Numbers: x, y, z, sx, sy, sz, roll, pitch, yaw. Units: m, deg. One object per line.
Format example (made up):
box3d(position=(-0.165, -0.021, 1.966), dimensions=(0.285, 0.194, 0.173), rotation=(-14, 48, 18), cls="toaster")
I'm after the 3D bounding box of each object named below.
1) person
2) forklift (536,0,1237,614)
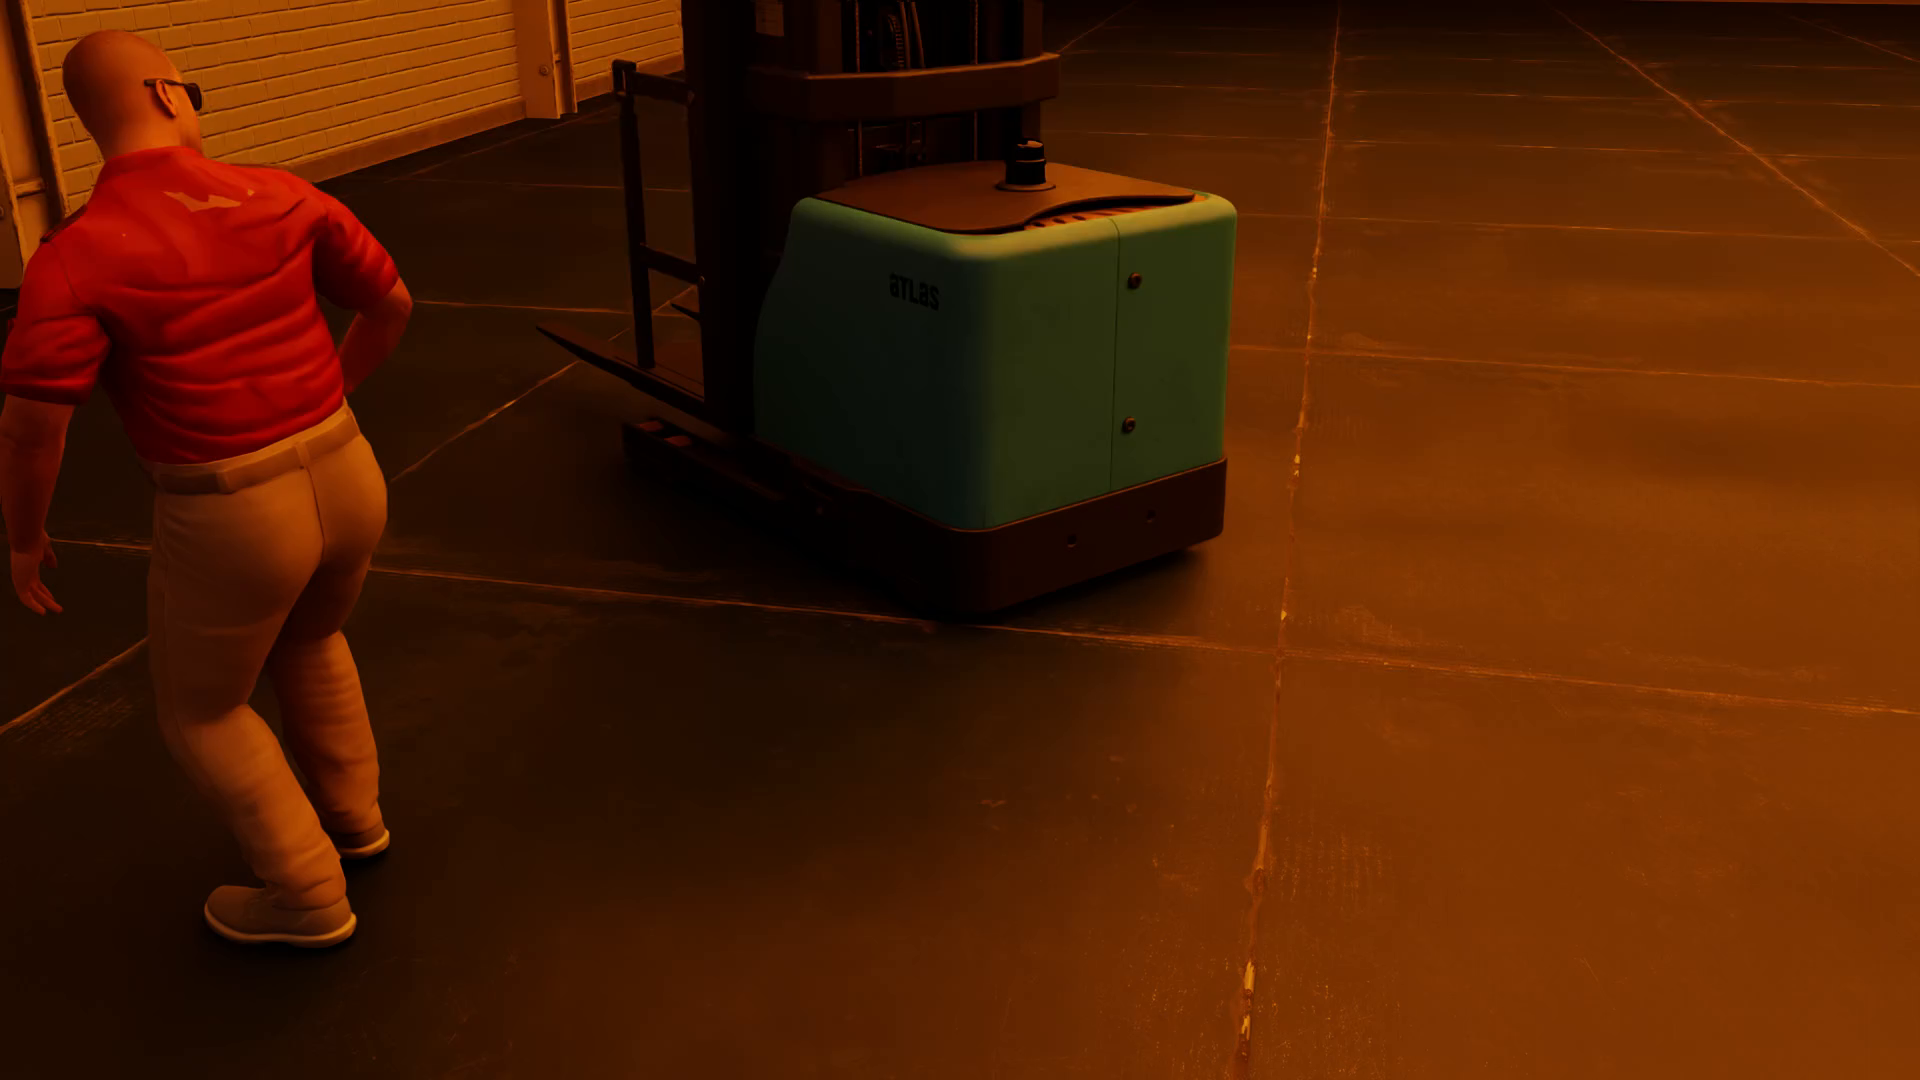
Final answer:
box3d(position=(-1.376, -0.053, 3.049), dimensions=(0.507, 1.696, 0.736), rotation=(13, 26, 29), cls="person")
box3d(position=(-0.509, -1.647, 5.305), dimensions=(1.130, 2.935, 3.031), rotation=(-17, 27, -35), cls="forklift")
